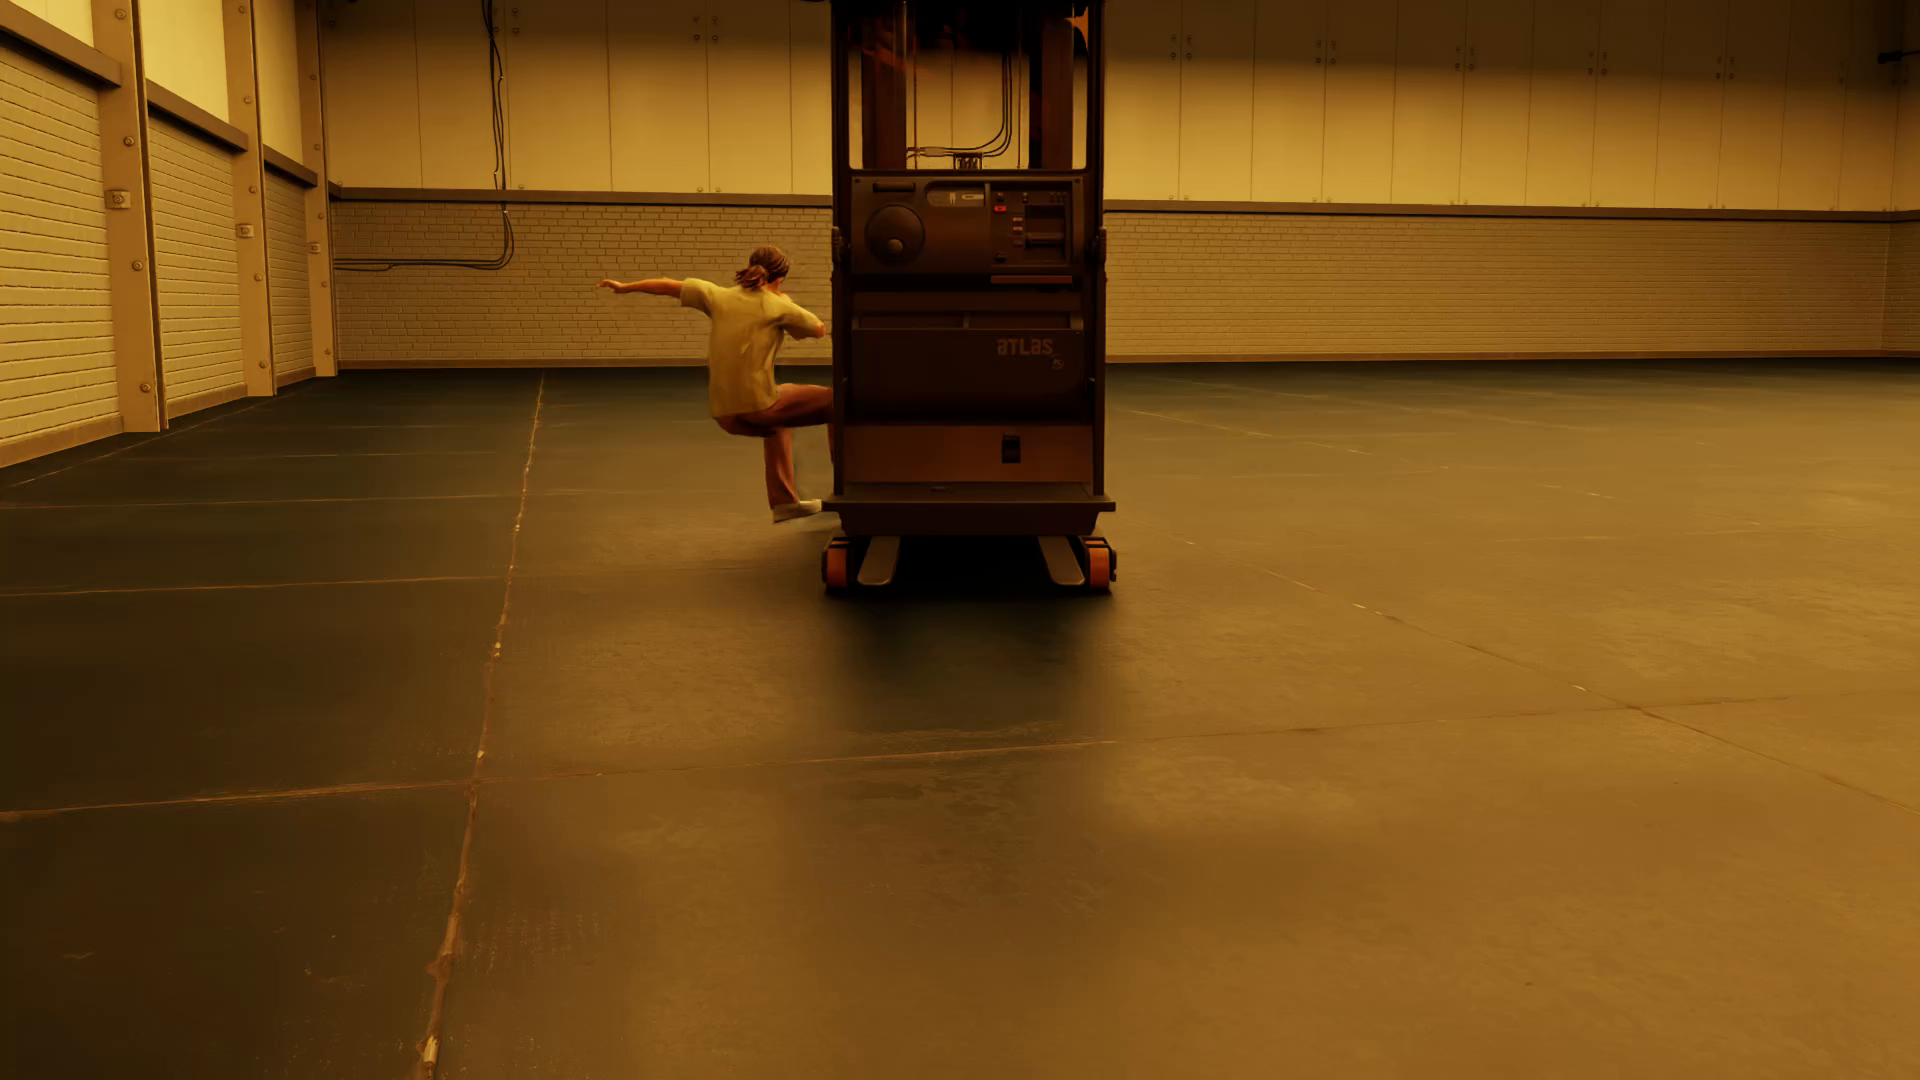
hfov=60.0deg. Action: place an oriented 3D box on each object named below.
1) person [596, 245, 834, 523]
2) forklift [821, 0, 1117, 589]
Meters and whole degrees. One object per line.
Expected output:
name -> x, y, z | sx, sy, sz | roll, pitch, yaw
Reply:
person -> -1.011, -0.730, 7.853 | 1.378, 1.309, 0.627 | 3, 9, 21
forklift -> 0.032, -1.303, 6.446 | 1.130, 2.935, 3.031 | 0, 8, 0
